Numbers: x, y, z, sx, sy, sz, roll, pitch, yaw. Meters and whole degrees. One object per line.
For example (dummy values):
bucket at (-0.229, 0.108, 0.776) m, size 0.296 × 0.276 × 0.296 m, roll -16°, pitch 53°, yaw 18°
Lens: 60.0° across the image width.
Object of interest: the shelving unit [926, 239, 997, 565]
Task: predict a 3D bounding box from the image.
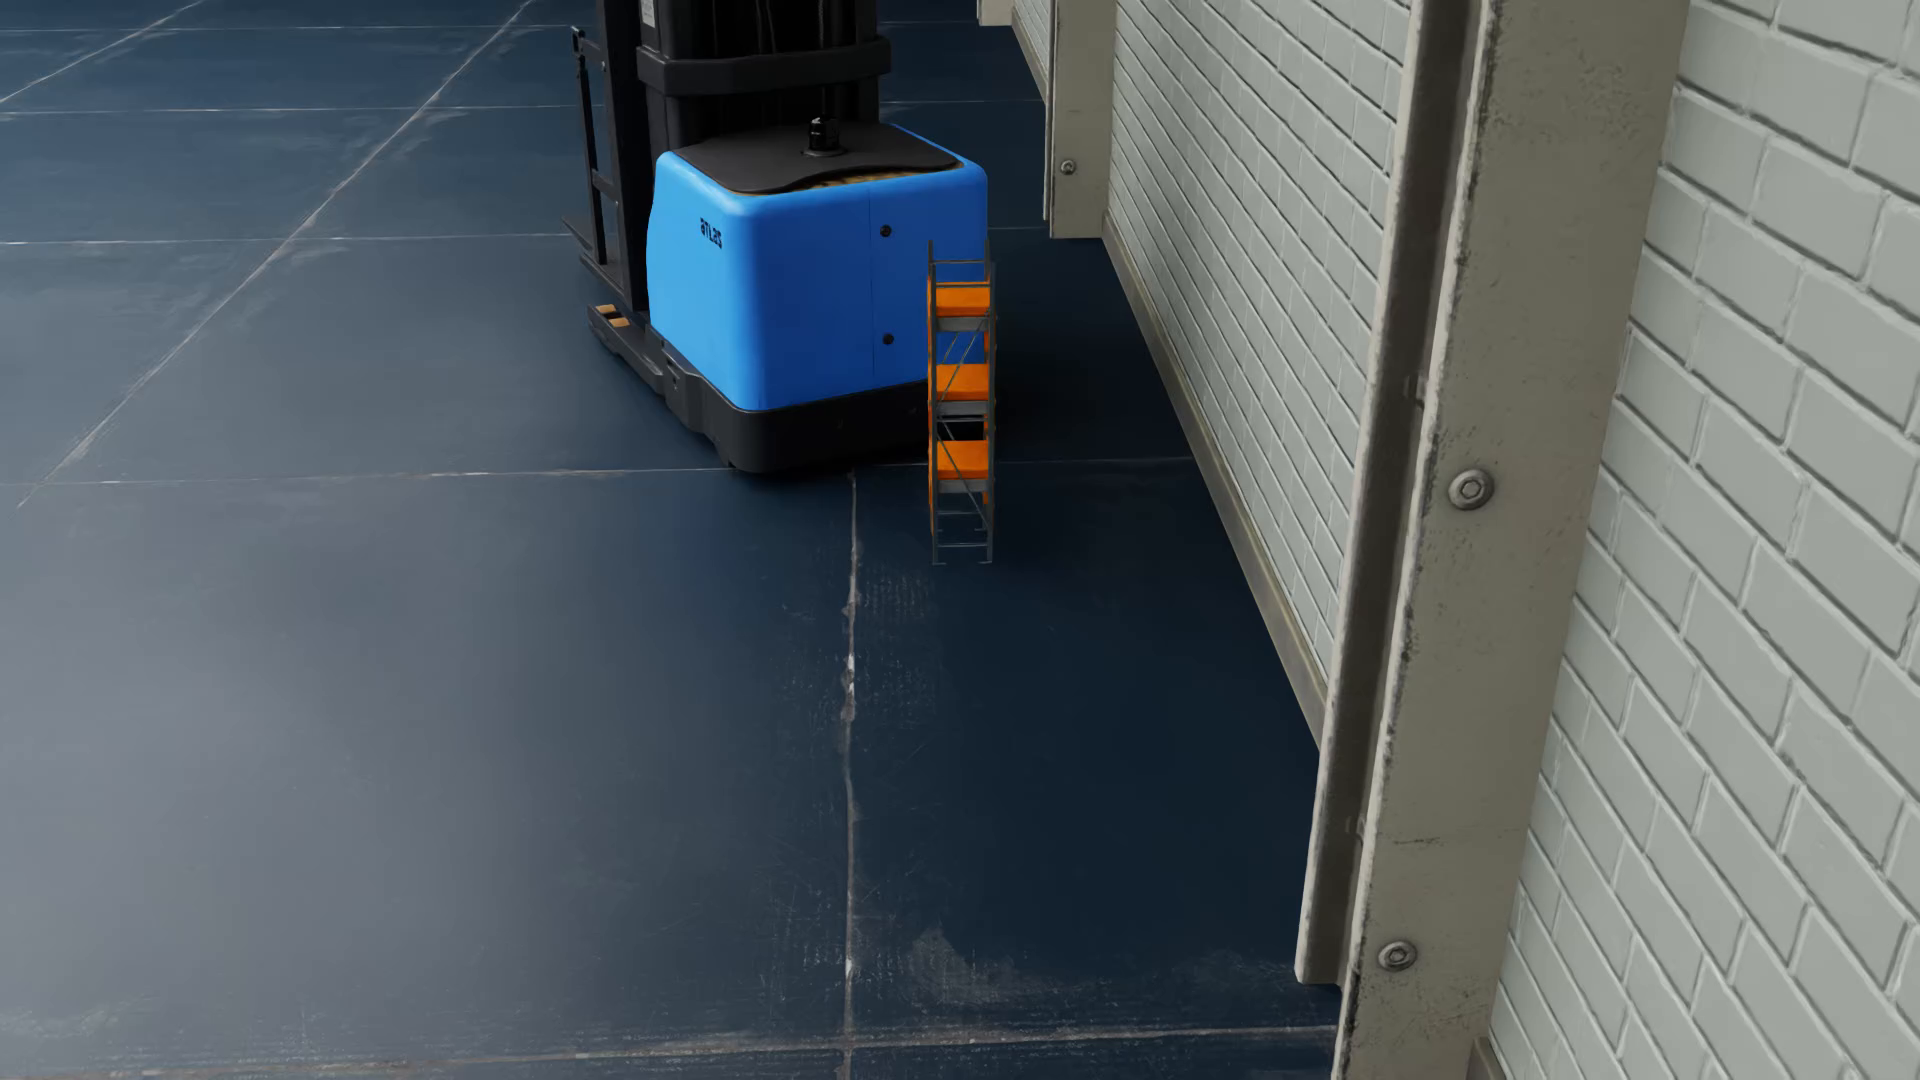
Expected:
shelving unit at (0.003, -0.441, 5.460) m, size 0.215 × 1.050 × 0.252 m, roll -1°, pitch 28°, yaw -3°

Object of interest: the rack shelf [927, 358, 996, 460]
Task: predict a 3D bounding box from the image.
rack shelf at (0.003, -0.431, 5.465) m, size 0.215 × 0.259 × 0.240 m, roll -1°, pitch 28°, yaw -3°

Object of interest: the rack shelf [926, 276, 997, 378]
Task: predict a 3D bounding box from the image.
rack shelf at (0.003, -0.683, 5.334) m, size 0.215 × 0.259 × 0.240 m, roll -1°, pitch 28°, yaw -3°

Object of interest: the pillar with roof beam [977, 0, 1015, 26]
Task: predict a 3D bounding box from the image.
pillar with roof beam at (-3.988, -8.351, 12.031) m, size 9.100 × 9.000 × 0.400 m, roll -1°, pitch 28°, yaw -3°

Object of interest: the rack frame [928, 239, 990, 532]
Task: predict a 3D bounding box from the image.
rack frame at (-0.004, -0.497, 5.568) m, size 0.200 × 1.050 × 0.008 m, roll -1°, pitch 28°, yaw -3°

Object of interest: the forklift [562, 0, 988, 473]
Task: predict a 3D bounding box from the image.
forklift at (-1.012, -2.195, 6.789) m, size 1.130 × 2.935 × 3.031 m, roll -14°, pitch 30°, yaw -24°

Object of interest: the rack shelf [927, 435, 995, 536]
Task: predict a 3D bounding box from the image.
rack shelf at (0.003, -0.185, 5.593) m, size 0.215 × 0.259 × 0.240 m, roll -1°, pitch 28°, yaw -3°

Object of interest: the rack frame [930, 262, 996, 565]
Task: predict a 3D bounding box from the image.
rack frame at (0.009, -0.384, 5.352) m, size 0.200 × 1.050 × 0.008 m, roll -1°, pitch 28°, yaw -3°

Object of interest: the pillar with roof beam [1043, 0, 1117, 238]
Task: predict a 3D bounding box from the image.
pillar with roof beam at (-3.675, -5.580, 6.719) m, size 9.100 × 9.000 × 0.400 m, roll -1°, pitch 28°, yaw -3°

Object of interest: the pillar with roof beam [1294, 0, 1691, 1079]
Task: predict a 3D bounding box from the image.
pillar with roof beam at (-3.362, -2.810, 1.406) m, size 9.100 × 9.000 × 0.400 m, roll -1°, pitch 28°, yaw -3°
